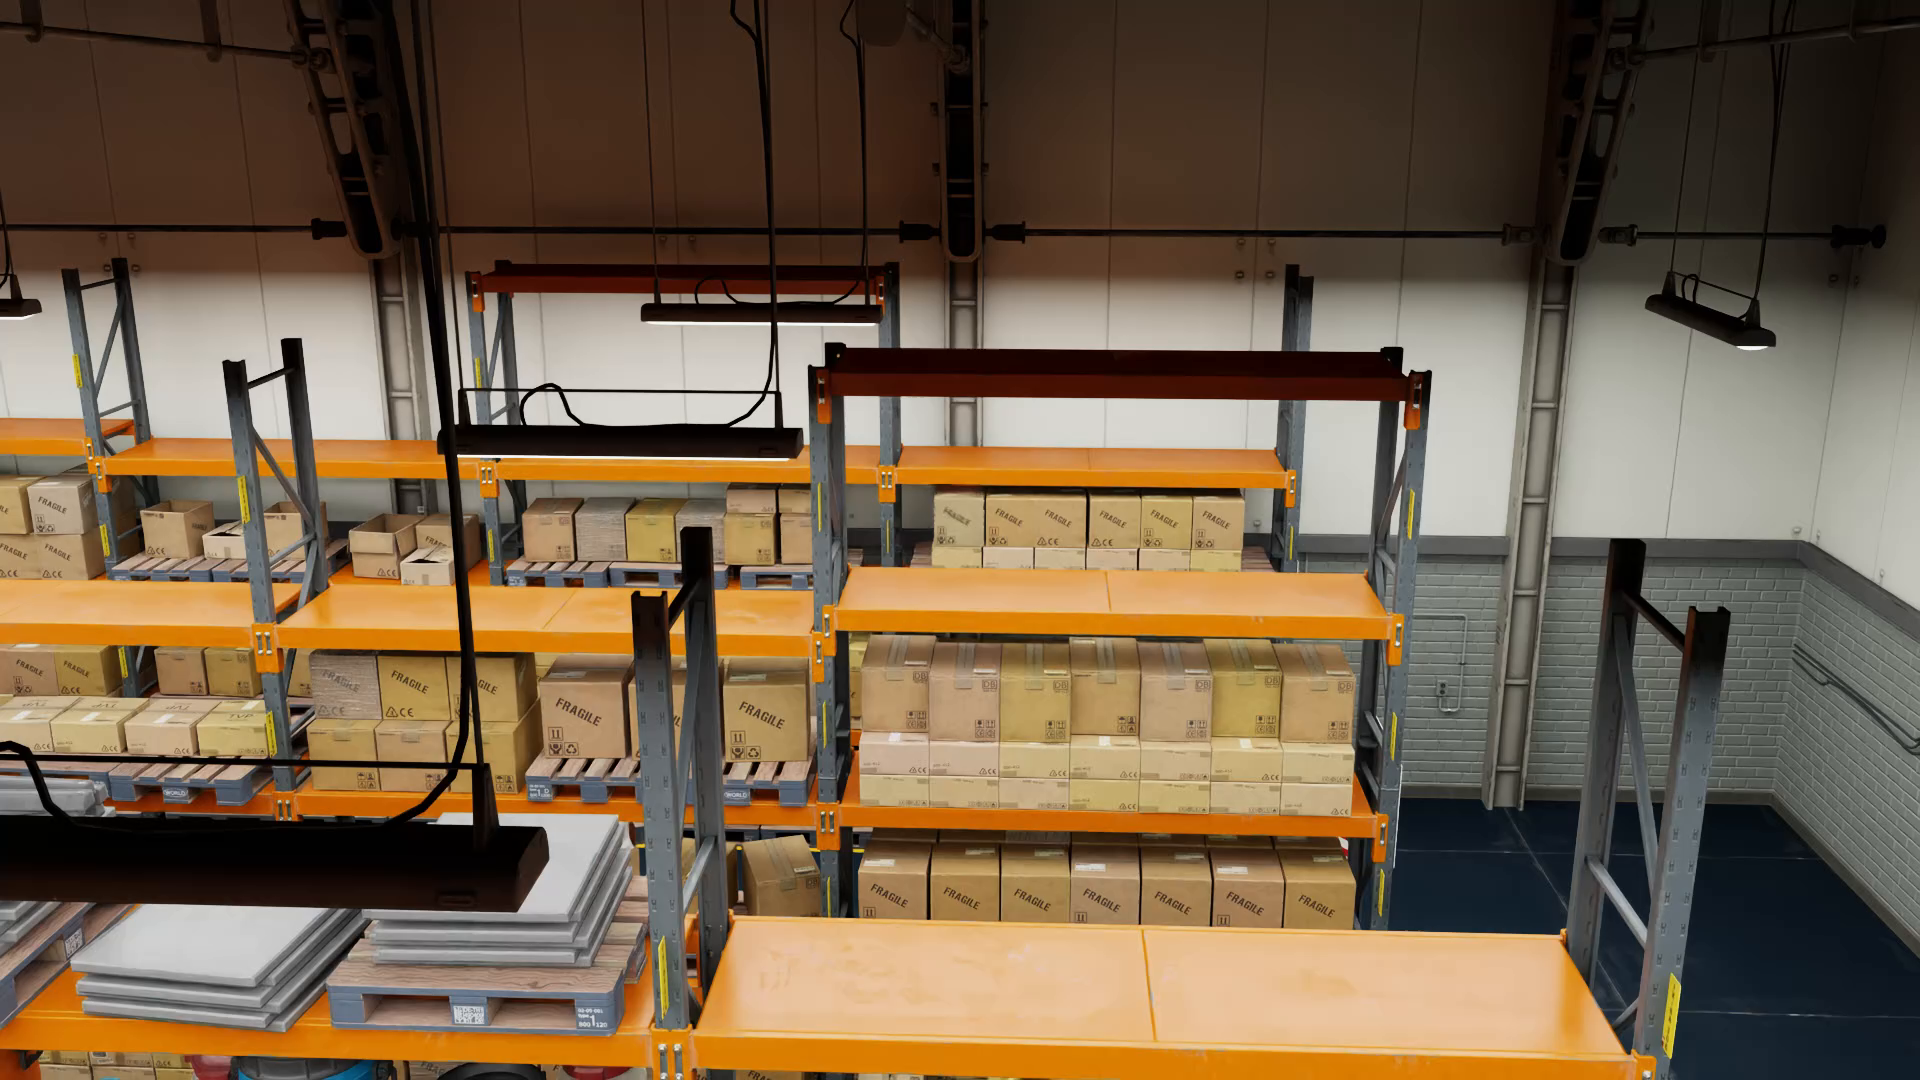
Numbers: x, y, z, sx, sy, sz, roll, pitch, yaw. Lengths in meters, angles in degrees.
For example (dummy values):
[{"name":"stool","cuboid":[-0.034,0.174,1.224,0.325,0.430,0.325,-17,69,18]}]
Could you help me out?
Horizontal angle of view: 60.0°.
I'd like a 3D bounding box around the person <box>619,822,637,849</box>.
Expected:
[{"name":"person","cuboid":[-3.245,2.964,15.260,0.688,1.824,0.583,3,16,10]}]
